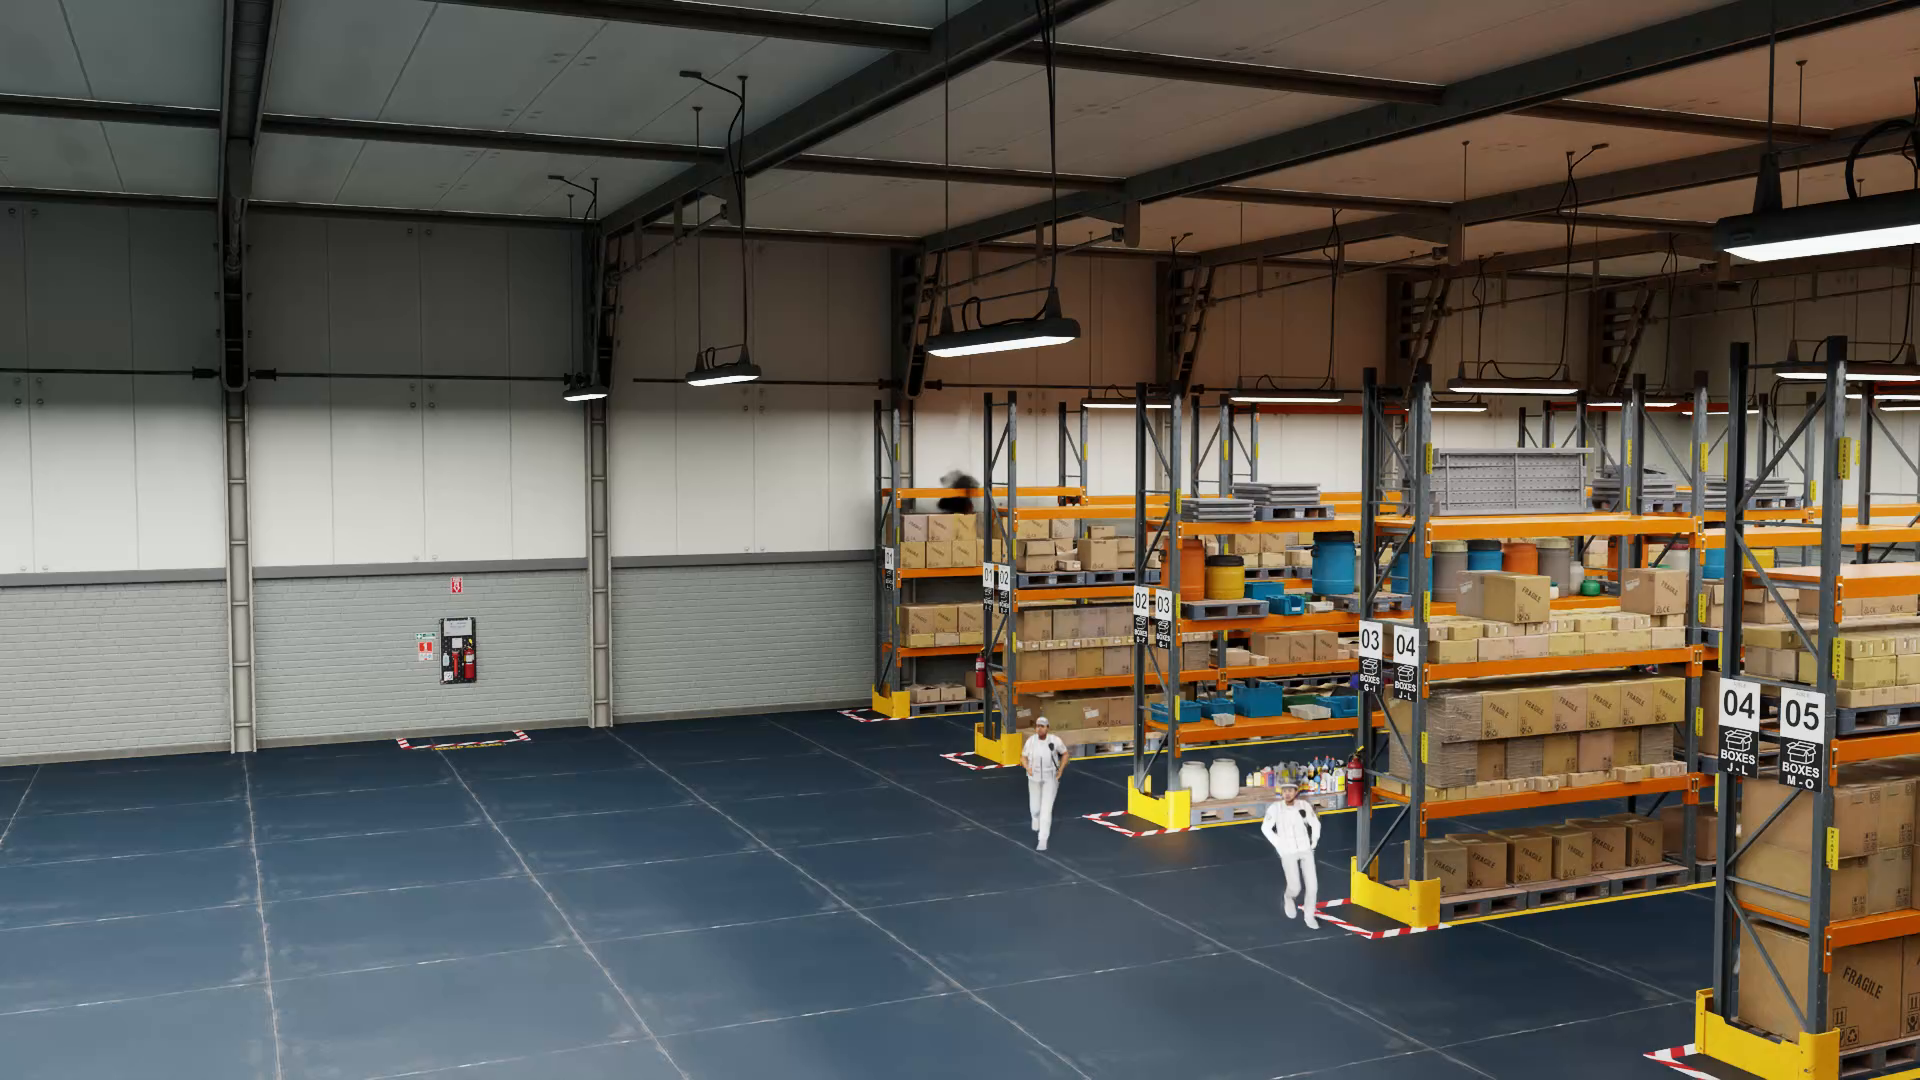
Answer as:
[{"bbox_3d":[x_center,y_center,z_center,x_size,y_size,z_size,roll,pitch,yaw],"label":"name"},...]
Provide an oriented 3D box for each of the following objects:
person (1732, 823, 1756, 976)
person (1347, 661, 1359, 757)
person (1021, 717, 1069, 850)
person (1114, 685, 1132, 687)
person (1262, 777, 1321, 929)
[{"bbox_3d":[7.928,3.386,16.400,0.992,1.695,0.612,-2,4,-31],"label":"person"},{"bbox_3d":[6.670,2.815,27.522,0.578,1.531,0.582,-2,4,-35],"label":"person"},{"bbox_3d":[1.097,3.104,21.488,0.615,1.669,0.828,1,3,12],"label":"person"},{"bbox_3d":[2.885,2.233,30.658,0.779,1.897,0.682,-2,4,-33],"label":"person"},{"bbox_3d":[3.568,3.326,17.774,0.622,1.621,0.522,0,3,-3],"label":"person"}]
